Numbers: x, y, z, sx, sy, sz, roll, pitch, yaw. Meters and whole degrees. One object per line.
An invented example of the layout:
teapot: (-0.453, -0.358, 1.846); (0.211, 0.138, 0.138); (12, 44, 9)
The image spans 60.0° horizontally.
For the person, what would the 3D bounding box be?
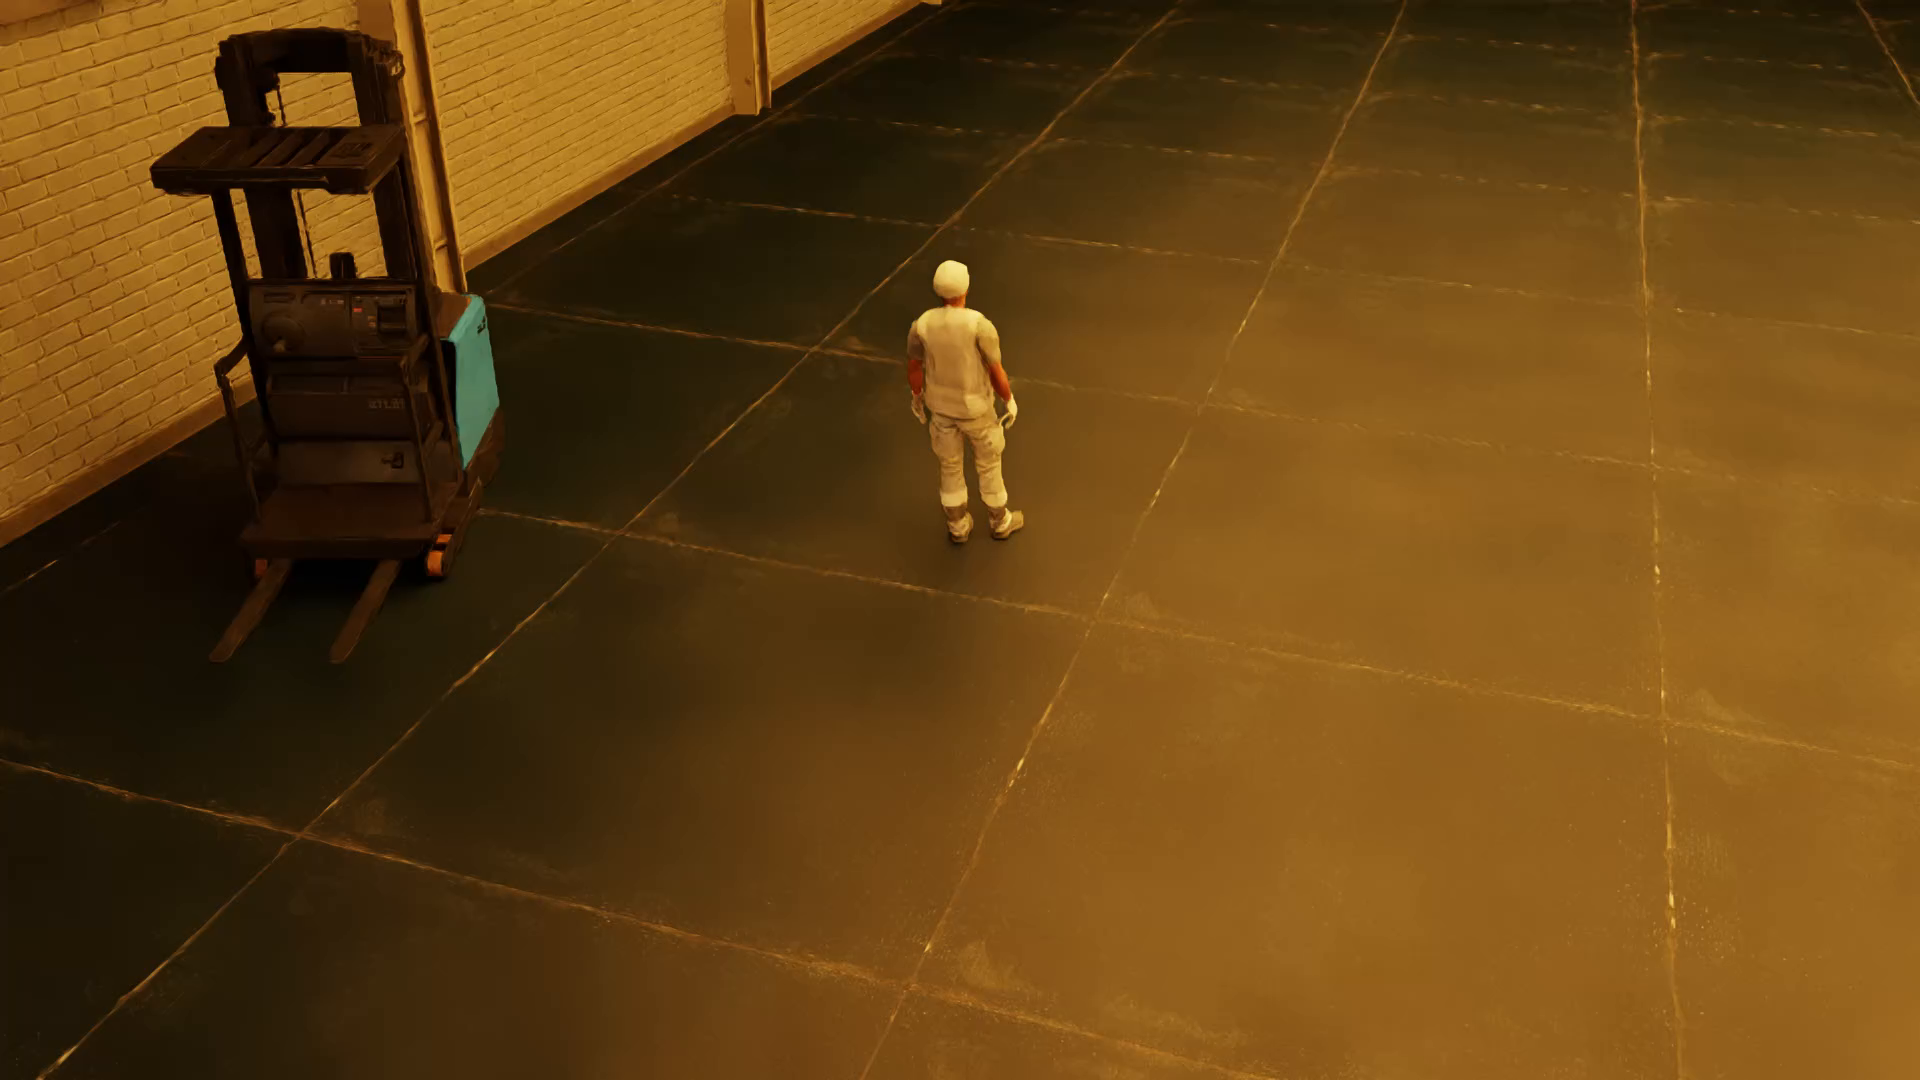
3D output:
person: (0.037, -0.819, 9.713); (0.637, 1.787, 0.563); (10, 31, 16)

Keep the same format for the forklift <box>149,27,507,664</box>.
forklift: (-3.545, -1.202, 9.246); (1.130, 2.935, 3.031); (-1, 30, -1)
